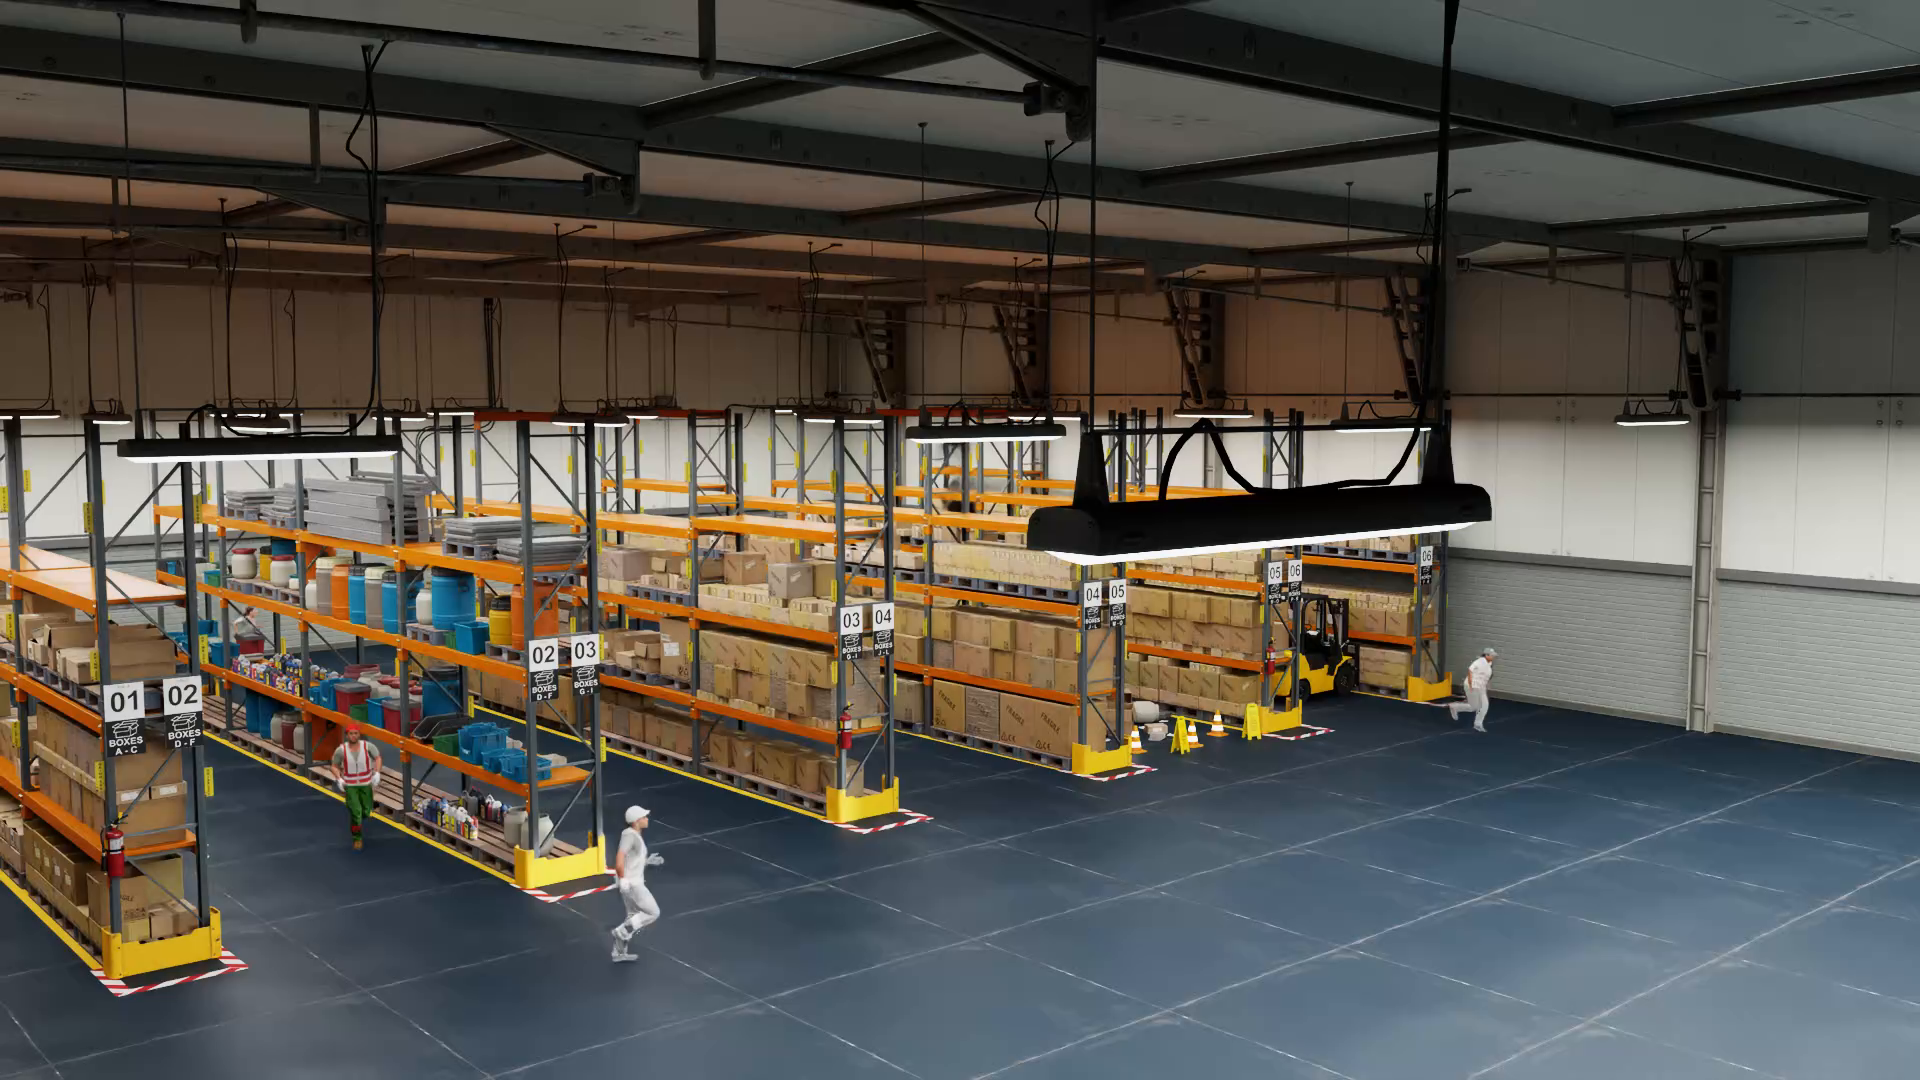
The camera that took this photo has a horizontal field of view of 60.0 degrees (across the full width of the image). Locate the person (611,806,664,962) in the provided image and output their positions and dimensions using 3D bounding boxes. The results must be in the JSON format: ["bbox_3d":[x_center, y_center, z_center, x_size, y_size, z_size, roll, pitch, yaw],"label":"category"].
[{"bbox_3d":[-3.601,3.831,18.562,0.616,1.733,0.661,-2,5,-17],"label":"person"}]

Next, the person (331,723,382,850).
[{"bbox_3d":[-8.462,3.419,23.325,0.671,1.763,0.667,-2,6,-25],"label":"person"}]

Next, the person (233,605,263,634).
[{"bbox_3d":[-15.954,2.280,36.912,0.934,1.673,0.565,-1,5,-13],"label":"person"}]

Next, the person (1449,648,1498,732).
[{"bbox_3d":[9.712,2.809,31.414,0.897,1.619,0.606,4,6,37],"label":"person"}]
